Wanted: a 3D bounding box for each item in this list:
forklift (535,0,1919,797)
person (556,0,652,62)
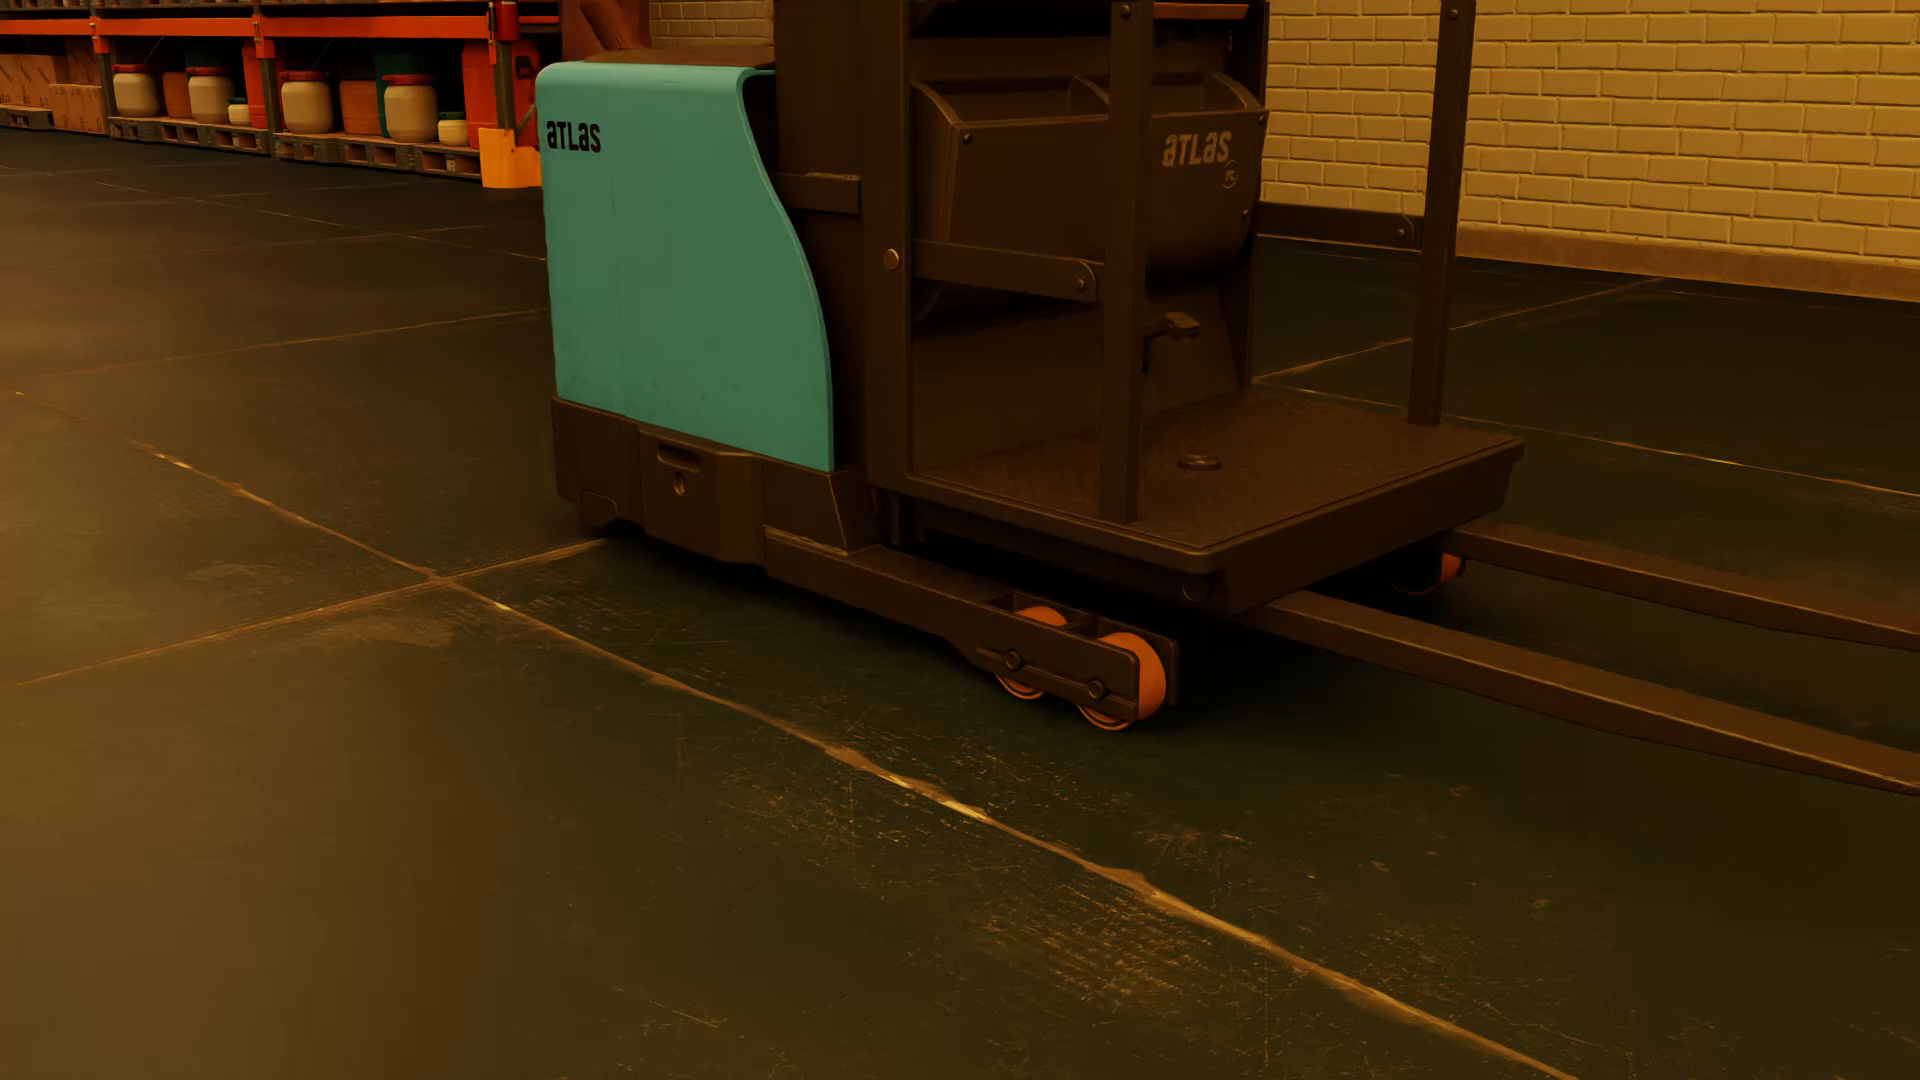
[{"bbox_3d":[0.424,-1.247,2.964,3.031,2.935,1.130,16,24,42],"label":"forklift"},{"bbox_3d":[-1.115,-1.493,5.761,0.558,1.759,0.799,-9,19,-27],"label":"person"}]
